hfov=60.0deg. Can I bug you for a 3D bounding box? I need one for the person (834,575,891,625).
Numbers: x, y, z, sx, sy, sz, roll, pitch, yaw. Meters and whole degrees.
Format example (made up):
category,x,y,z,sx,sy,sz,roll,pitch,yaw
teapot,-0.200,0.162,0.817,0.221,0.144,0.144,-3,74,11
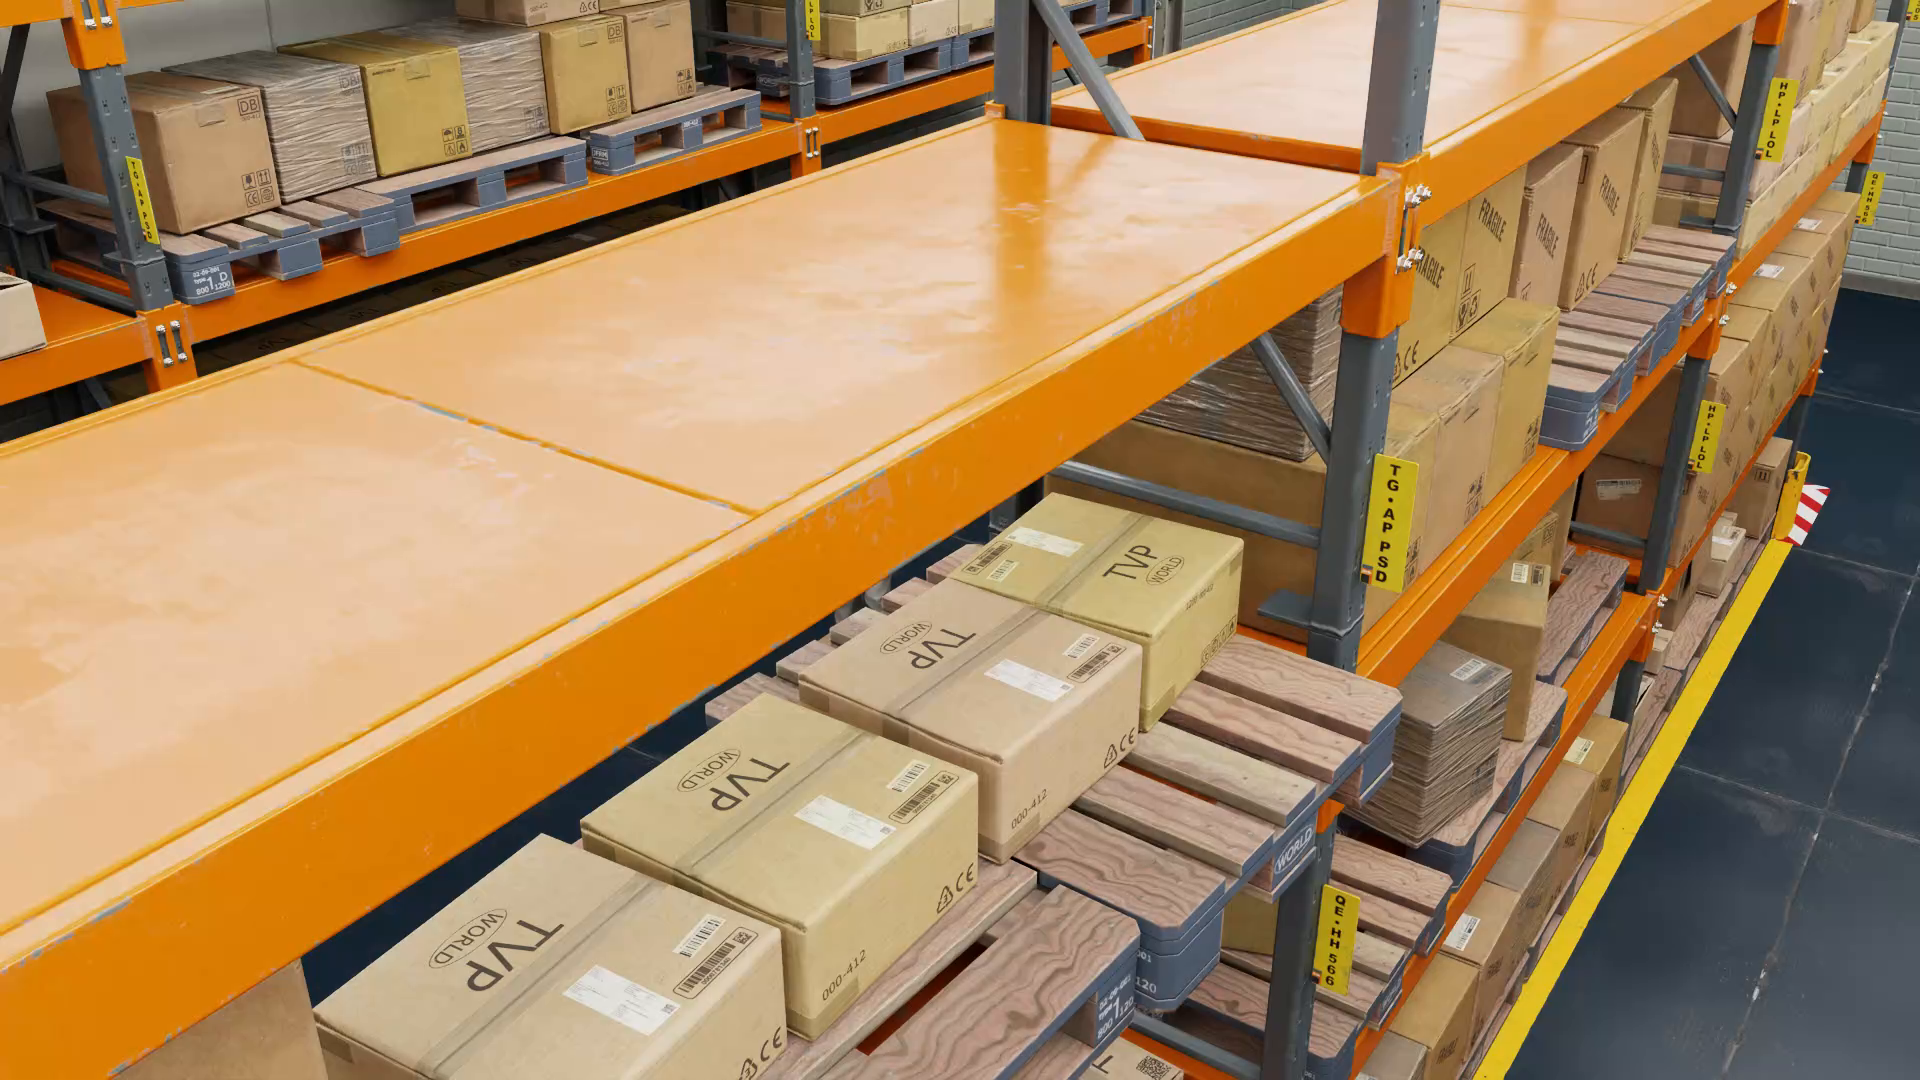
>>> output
category,x,y,z,sx,sy,sz,roll,pitch,yaw
person,-0.536,-0.041,9.198,0.490,1.673,0.353,17,32,30
